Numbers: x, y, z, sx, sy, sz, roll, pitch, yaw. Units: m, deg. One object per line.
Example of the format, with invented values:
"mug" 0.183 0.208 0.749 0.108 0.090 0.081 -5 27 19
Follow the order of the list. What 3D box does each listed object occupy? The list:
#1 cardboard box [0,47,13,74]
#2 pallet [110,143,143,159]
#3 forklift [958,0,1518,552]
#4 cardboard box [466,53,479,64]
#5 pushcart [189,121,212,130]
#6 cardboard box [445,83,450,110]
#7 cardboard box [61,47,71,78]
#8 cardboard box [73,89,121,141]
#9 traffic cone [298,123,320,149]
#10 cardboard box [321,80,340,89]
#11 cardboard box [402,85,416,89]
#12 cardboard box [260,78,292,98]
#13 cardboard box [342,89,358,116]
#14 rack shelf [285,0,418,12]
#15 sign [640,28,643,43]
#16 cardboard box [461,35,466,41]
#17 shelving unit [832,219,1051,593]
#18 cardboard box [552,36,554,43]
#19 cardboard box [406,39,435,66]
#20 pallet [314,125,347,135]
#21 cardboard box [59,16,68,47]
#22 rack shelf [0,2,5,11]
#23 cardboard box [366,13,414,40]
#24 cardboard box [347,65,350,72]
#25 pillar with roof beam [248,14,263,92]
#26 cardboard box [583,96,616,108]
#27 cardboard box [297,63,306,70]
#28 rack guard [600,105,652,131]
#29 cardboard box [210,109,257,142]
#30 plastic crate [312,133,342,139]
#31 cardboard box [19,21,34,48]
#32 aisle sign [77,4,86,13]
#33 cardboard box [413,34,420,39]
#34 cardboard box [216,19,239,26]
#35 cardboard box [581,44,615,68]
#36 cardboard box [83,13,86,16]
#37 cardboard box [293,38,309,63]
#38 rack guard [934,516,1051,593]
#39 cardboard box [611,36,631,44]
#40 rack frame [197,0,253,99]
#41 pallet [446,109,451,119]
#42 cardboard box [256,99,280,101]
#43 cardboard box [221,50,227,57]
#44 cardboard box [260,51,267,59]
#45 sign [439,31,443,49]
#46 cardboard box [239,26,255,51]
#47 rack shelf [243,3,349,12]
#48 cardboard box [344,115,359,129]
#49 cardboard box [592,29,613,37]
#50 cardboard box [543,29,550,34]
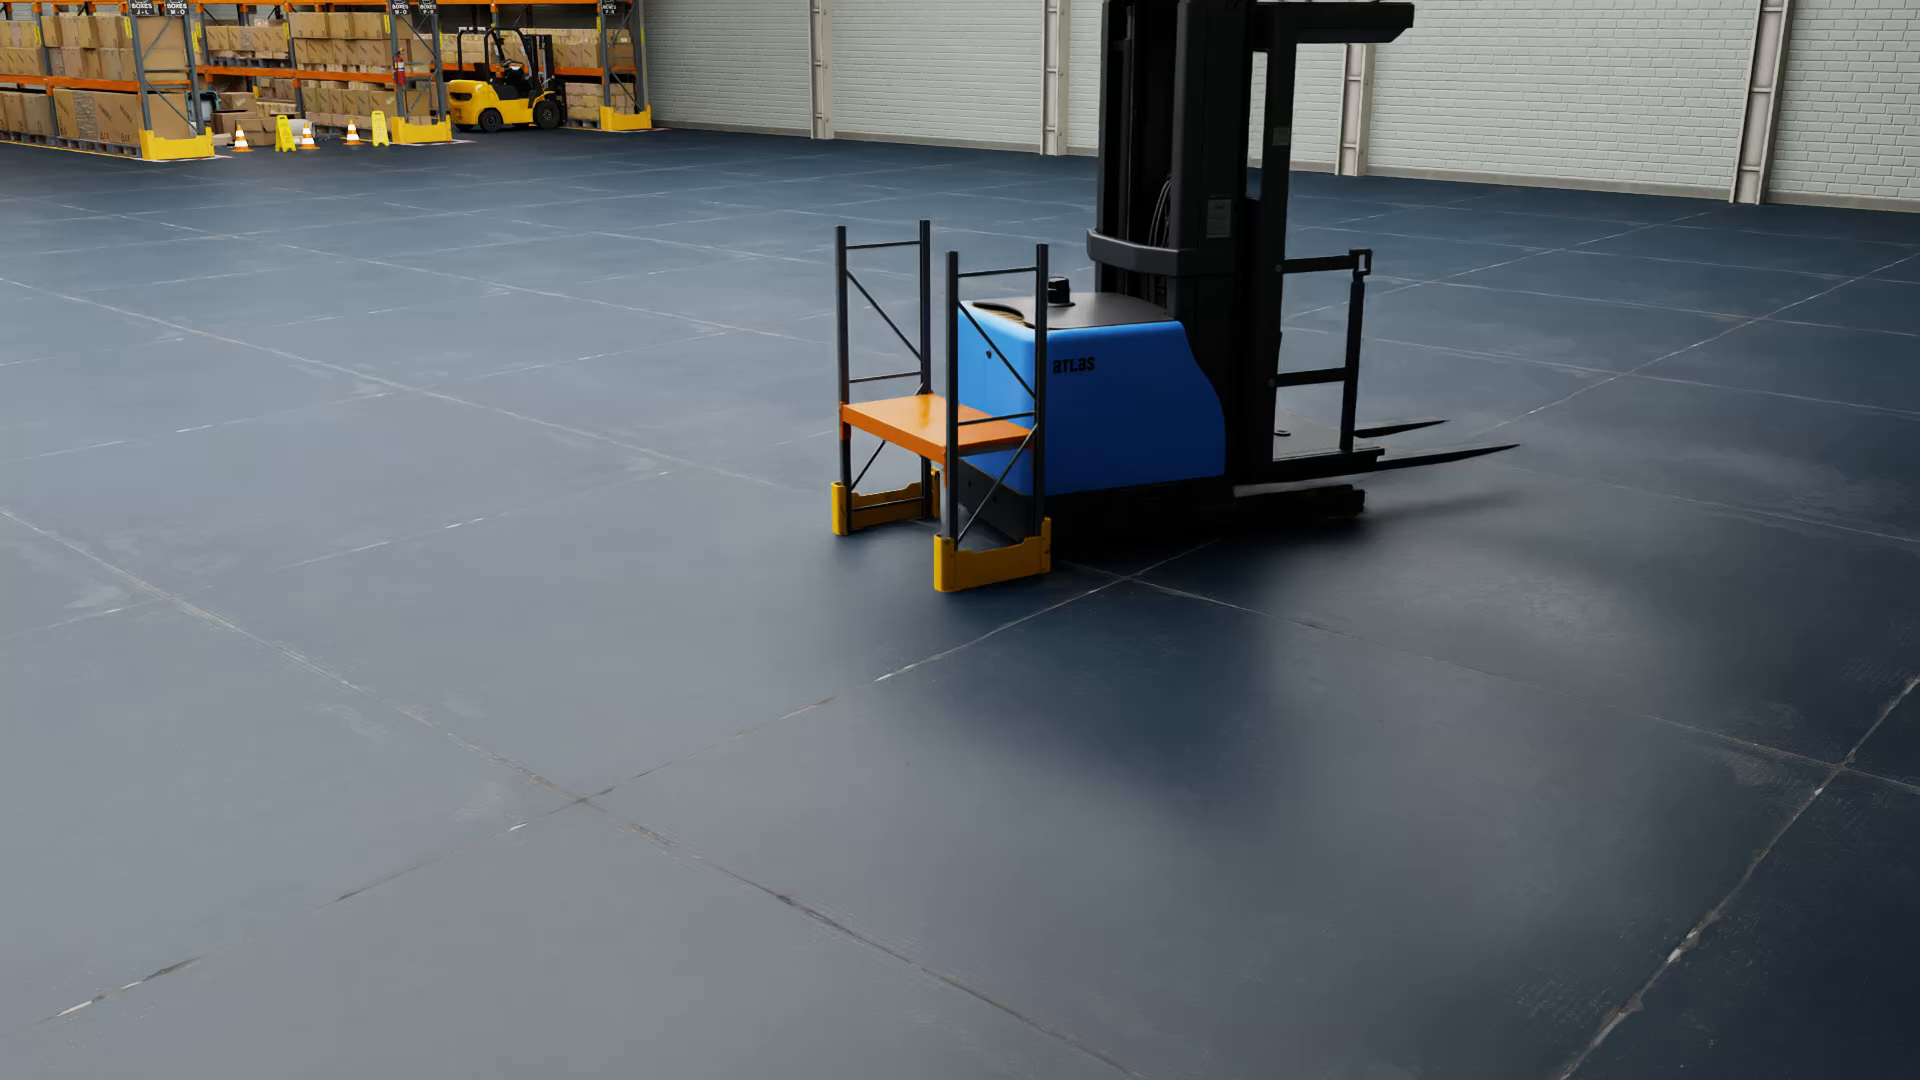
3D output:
"cardboard box" -18.555 -9.415 32.655 0.500 0.500 0.500 15 23 39
"pallet" -14.509 -7.029 29.913 1.213 0.211 1.003 15 23 39
"forklift" 1.502 -1.614 8.352 3.031 2.935 1.130 -7 19 -22
"cardboard box" -11.279 -11.353 39.174 0.500 0.250 0.500 15 23 39
"pushcart" -15.116 -8.383 33.904 0.936 0.377 1.648 7 19 21
"cardboard box" -11.885 -10.761 40.294 0.625 0.625 0.875 14 22 37
"cardboard box" -16.140 -8.914 30.992 0.550 0.550 0.875 15 23 39
"cardboard box" -15.750 -7.884 30.814 0.875 0.875 0.875 15 23 40
"traffic cone" -12.309 -7.622 31.363 0.334 0.463 0.336 15 23 39
"cardboard box" -12.939 -9.394 34.294 0.250 0.149 0.380 16 24 41
"cardboard box" -13.799 -11.131 41.665 0.500 0.500 0.500 16 24 41
"cardboard box" -18.929 -12.558 46.157 0.637 0.503 0.797 14 22 37
"cardboard box" -12.186 -8.912 33.845 0.500 0.500 0.500 14 23 38
"rack shelf" -12.144 -10.844 33.554 4.000 0.370 1.077 15 23 39
"sign" -6.984 -11.055 36.423 0.005 0.325 0.100 15 23 39
"cardboard box" -11.543 -11.856 39.275 0.250 0.149 0.380 14 23 38
"shelving unit" -0.107 -0.663 7.720 0.587 1.500 1.083 -10 20 -30
"cardboard box" -8.905 -11.165 37.097 0.250 0.149 0.380 15 23 39
"cardboard box" -10.819 -9.703 33.071 0.500 0.500 0.500 15 23 38
"pallet" -13.115 -8.703 35.186 1.213 0.211 1.003 15 23 39
"cardboard box" -16.109 -9.439 30.862 0.550 0.550 0.875 15 23 39
"rack shelf" -21.338 -11.310 35.022 4.000 0.370 1.077 15 23 39
"cardboard box" -11.176 -10.075 32.590 0.500 0.500 0.700 14 23 38
"cardboard box" -12.201 -9.574 33.737 0.250 0.149 0.380 15 23 39
"pillar with roof beam" -23.600 -16.323 44.669 0.400 9.000 9.100 15 23 39
"cardboard box" -7.928 -9.635 36.536 0.500 0.250 0.500 15 23 39
"cardboard box" -13.618 -9.904 34.774 0.250 0.149 0.380 15 23 39
"rack guard" -7.339 -9.284 36.537 0.348 0.500 1.175 15 23 39
"cardboard box" -14.348 -8.197 32.883 0.503 0.637 0.797 15 23 39
"plastic crate" -13.010 -8.267 34.028 0.583 0.080 0.402 7 19 21
"cardboard box" -17.612 -9.744 32.039 0.500 0.500 0.700 15 23 38
"aisle sign" -22.464 -13.892 42.629 0.004 0.787 0.394 15 23 39
"cardboard box" -13.097 -12.259 40.543 0.250 0.149 0.380 16 23 40
"cardboard box" -16.839 -11.641 38.015 0.500 0.500 0.500 14 22 37
"cardboard box" -7.899 -10.567 36.283 0.500 0.500 0.500 14 23 38
"cardboard box" -21.402 -12.947 41.059 0.250 0.149 0.380 14 23 38
"cardboard box" -13.496 -10.197 34.627 0.500 0.500 0.500 15 23 39
"rack guard" 0.150 0.062 7.503 0.587 0.250 0.087 -10 20 -30
"cardboard box" -7.438 -10.963 36.461 0.250 0.149 0.380 14 23 38
"rack frame" -16.632 -10.962 37.695 0.127 3.000 1.000 15 23 39
"pallet" -11.842 -10.338 40.337 1.213 0.211 1.003 15 23 39
"cardboard box" -15.659 -9.648 37.203 0.625 0.372 0.950 14 23 38
"cardboard box" -16.149 -10.806 36.922 0.250 0.149 0.380 13 22 36
"cardboard box" -14.804 -10.431 35.743 0.250 0.149 0.380 15 23 40
"sign" -10.289 -9.891 32.889 0.005 0.325 0.100 15 23 39
"cardboard box" -15.284 -10.899 36.144 0.500 0.500 0.500 14 22 37
"rack shelf" -17.828 -14.378 44.687 4.000 0.370 1.077 15 23 39
"cardboard box" -12.209 -8.557 33.966 0.500 0.250 0.500 14 22 37
"cardboard box" -7.764 -11.003 36.093 0.250 0.149 0.380 15 23 39
"cardboard box" -9.093 -11.364 37.230 0.250 0.149 0.380 15 23 39
